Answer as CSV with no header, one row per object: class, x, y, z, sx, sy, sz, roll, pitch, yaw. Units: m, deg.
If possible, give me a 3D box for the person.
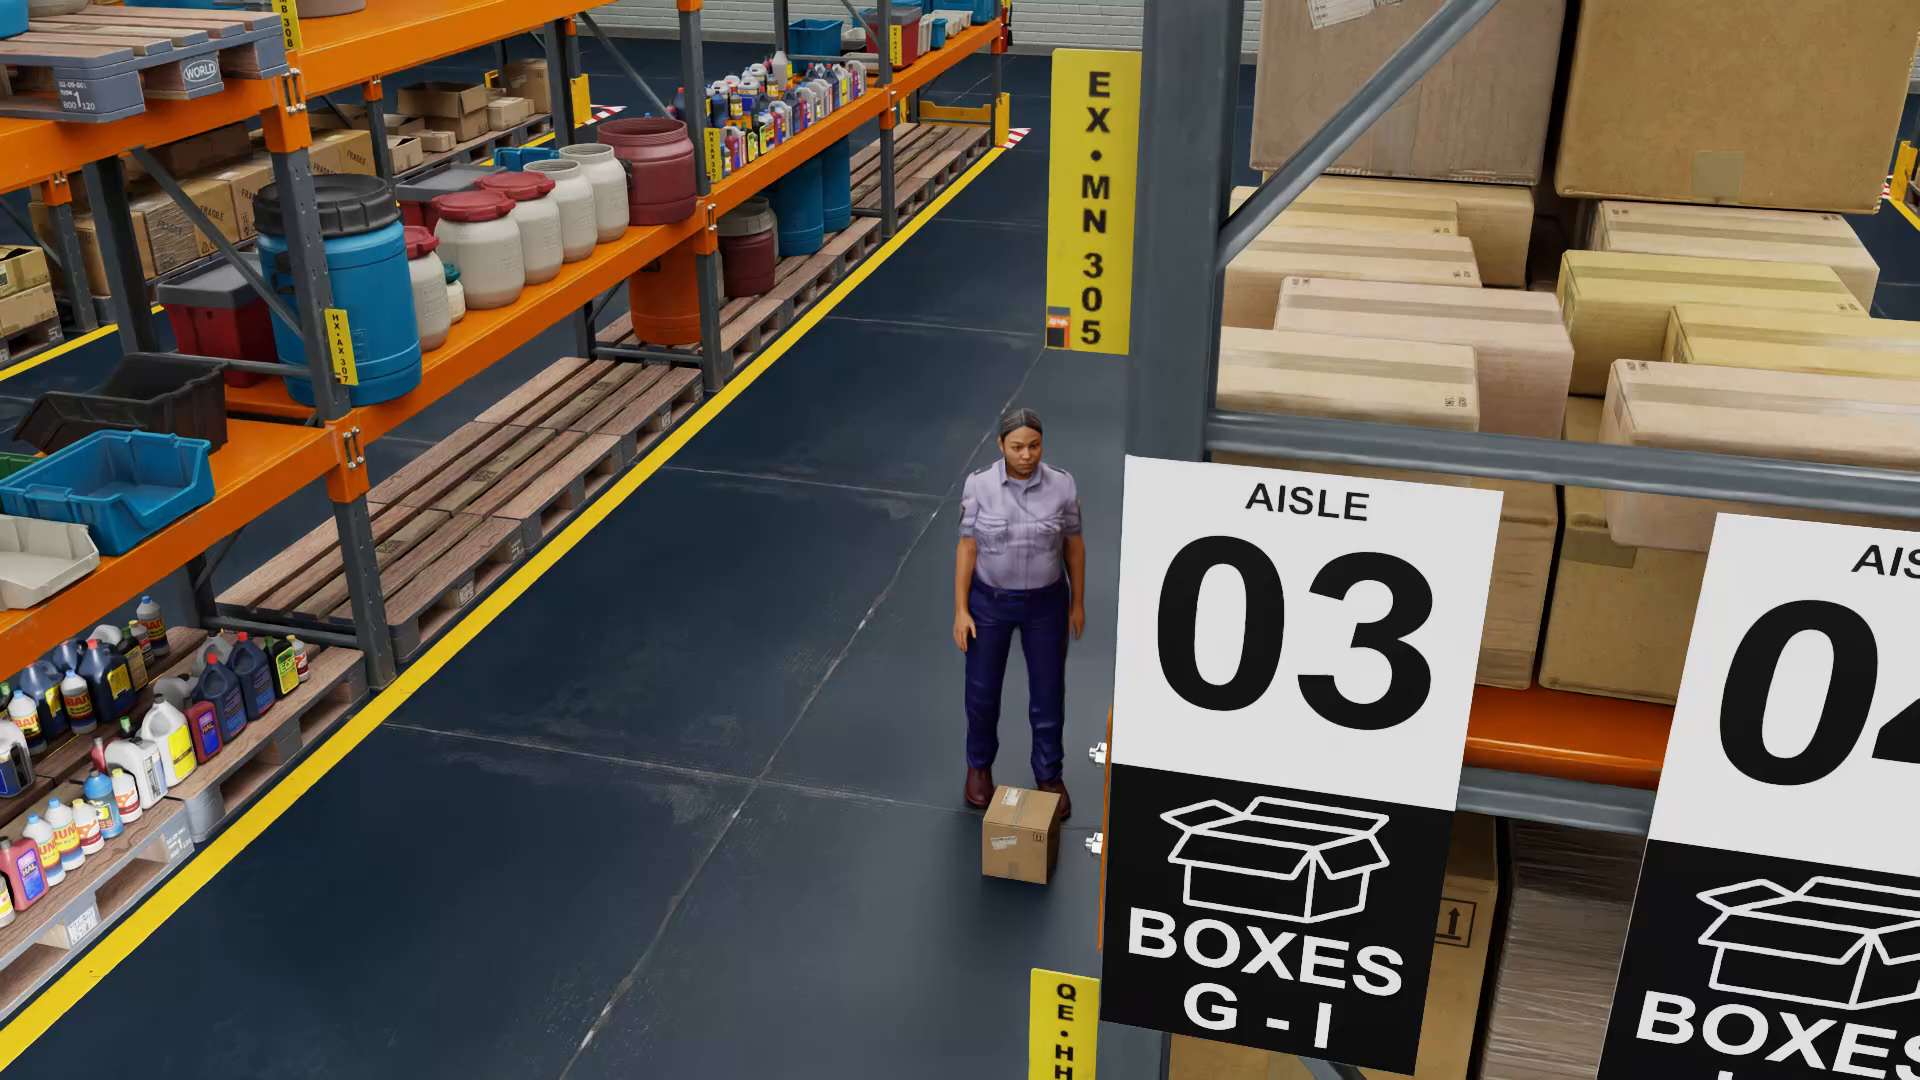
person,0.238,0.290,6.486,0.527,1.659,0.421,-1,25,-1
